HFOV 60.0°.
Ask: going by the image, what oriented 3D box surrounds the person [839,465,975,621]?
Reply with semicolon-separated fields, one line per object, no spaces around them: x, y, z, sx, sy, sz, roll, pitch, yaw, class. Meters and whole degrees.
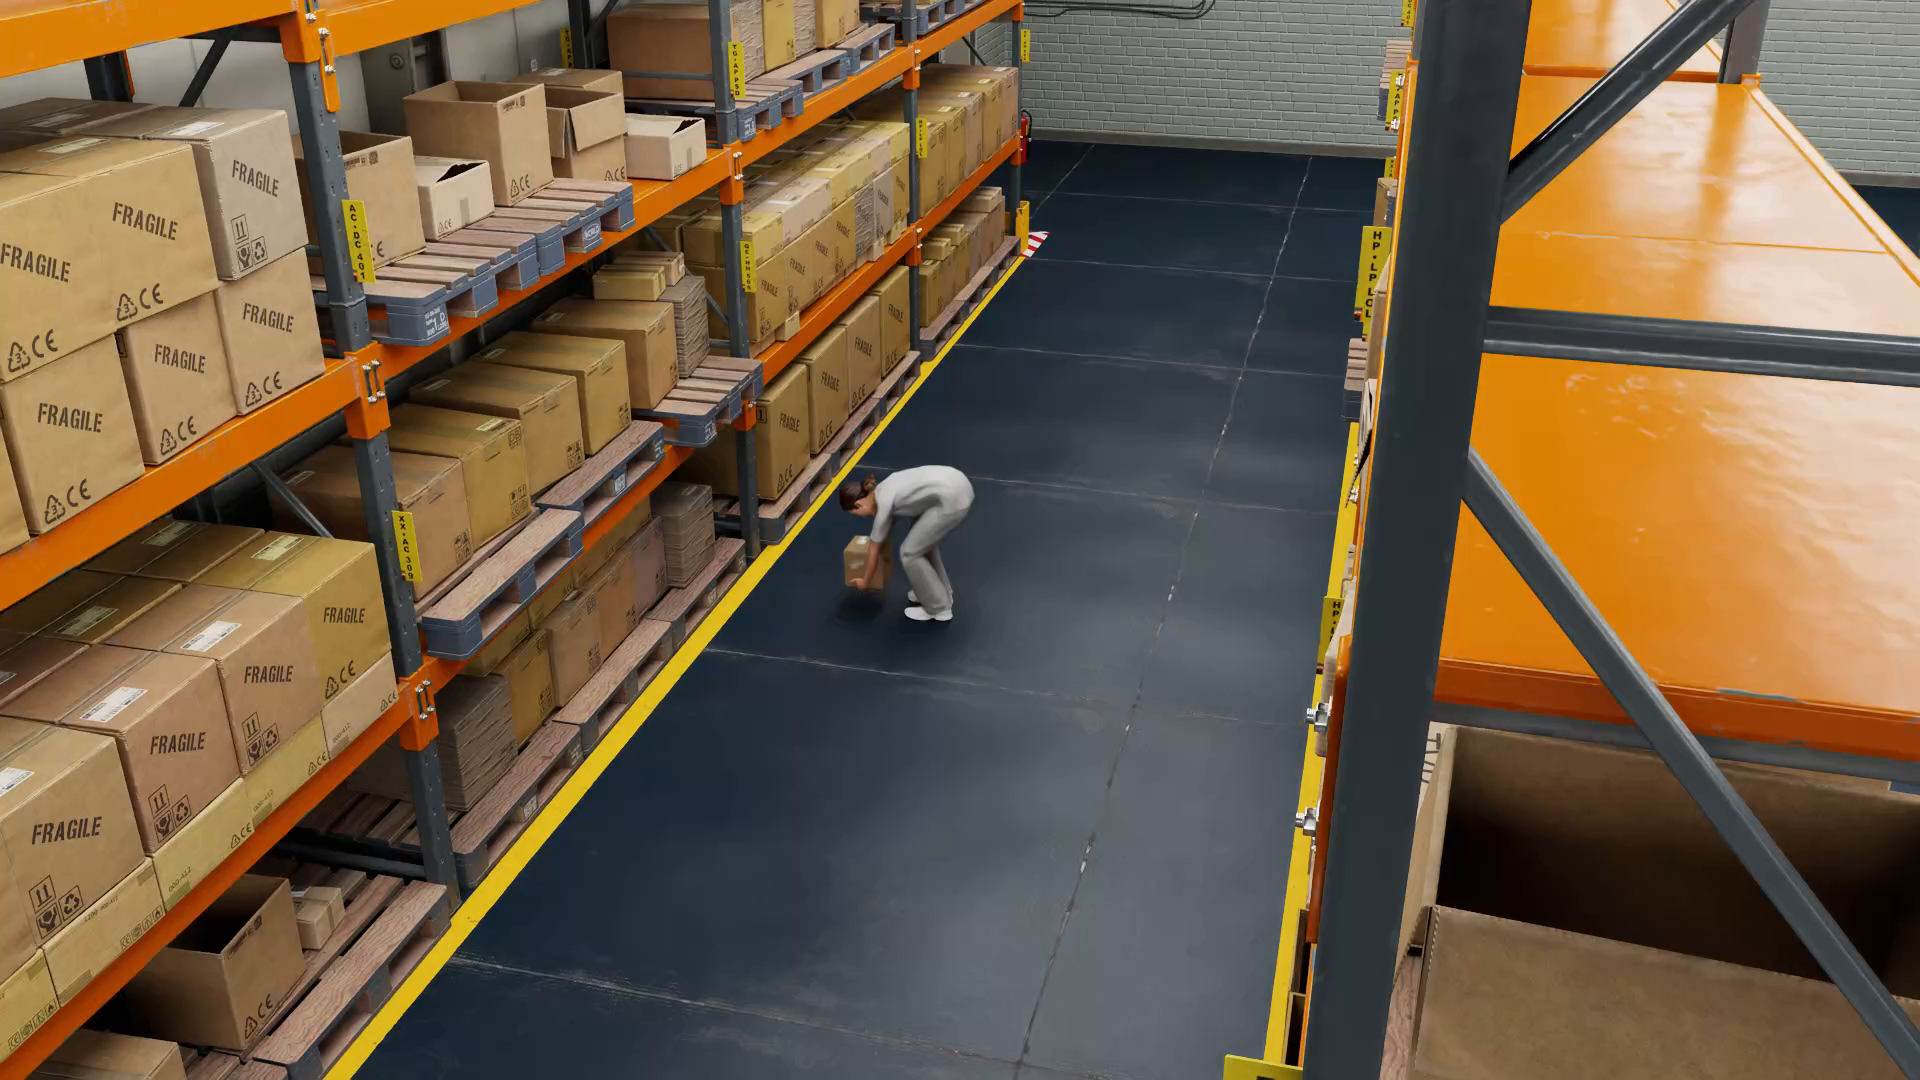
-0.343;-0.005;10.527;0.860;0.974;0.448;5;26;11;person
